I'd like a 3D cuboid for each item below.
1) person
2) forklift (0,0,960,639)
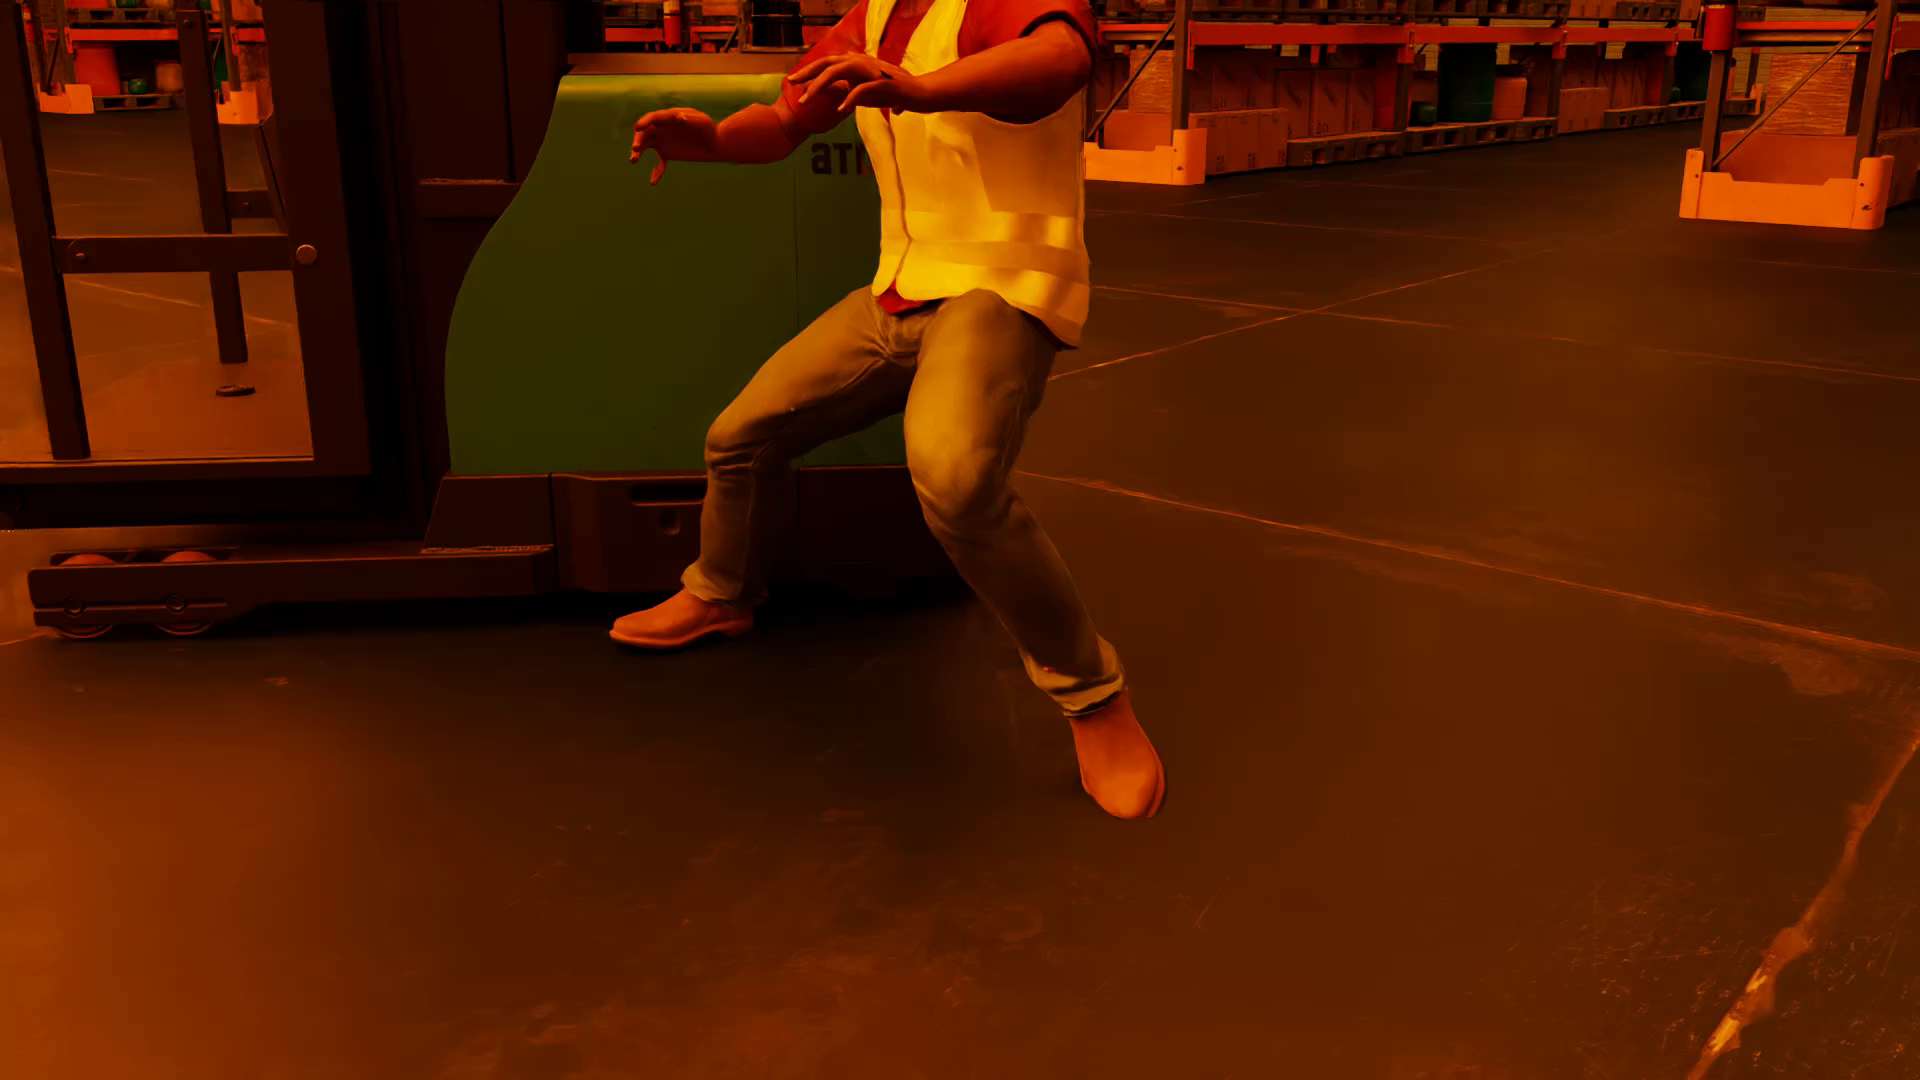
[{"bbox_3d":[-0.136,-0.412,2.730,0.704,1.553,1.155,-9,19,-27],"label":"person"},{"bbox_3d":[-1.506,-1.367,3.399,3.031,2.935,1.130,-2,17,-5],"label":"forklift"}]
